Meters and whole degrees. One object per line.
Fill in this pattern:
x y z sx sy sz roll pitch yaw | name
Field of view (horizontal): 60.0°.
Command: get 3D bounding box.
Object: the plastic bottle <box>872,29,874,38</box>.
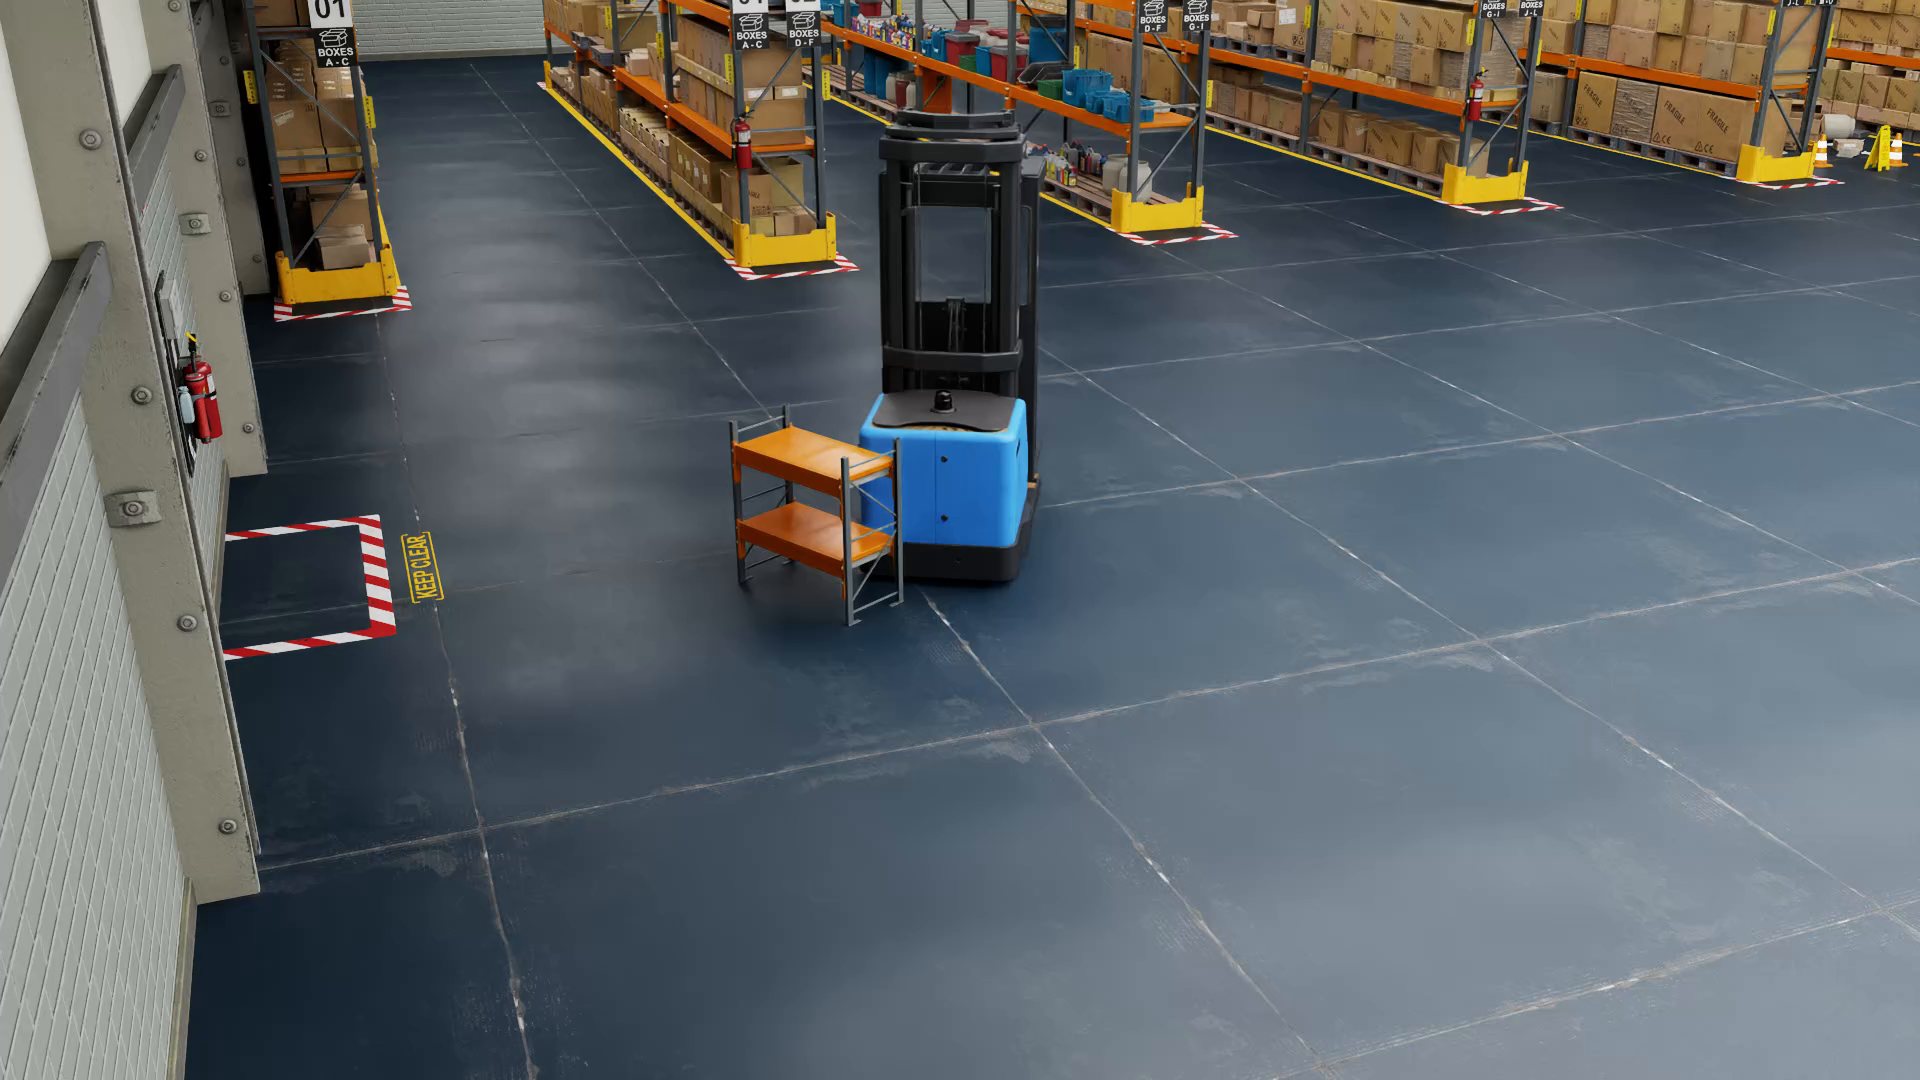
-1.511 -9.025 29.557 0.097 0.201 0.097 0 23 0 | plastic bottle

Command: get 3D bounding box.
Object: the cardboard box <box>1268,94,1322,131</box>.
5.452 -6.945 27.018 0.700 0.500 0.500 -8 24 -19 | cardboard box

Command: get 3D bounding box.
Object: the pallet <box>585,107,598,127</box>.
-5.973 -7.466 29.192 1.003 0.211 1.213 -8 24 -19 | pallet

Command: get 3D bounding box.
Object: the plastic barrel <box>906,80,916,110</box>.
-0.719 -7.682 28.776 0.421 0.512 0.421 0 23 0 | plastic barrel

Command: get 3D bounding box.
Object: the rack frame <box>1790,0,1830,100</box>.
15.070 -8.852 28.890 1.000 3.000 0.127 -8 24 -19 | rack frame

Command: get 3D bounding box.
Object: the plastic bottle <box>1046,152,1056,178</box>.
1.280 -5.222 23.121 0.144 0.351 0.185 -9 24 -19 | plastic bottle

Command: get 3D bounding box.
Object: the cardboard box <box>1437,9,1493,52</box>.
6.787 -6.849 22.338 0.500 0.500 0.500 -8 24 -19 | cardboard box

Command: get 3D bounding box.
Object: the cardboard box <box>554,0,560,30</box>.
-7.262 -9.792 30.992 0.500 0.500 0.500 -8 24 -18 | cardboard box

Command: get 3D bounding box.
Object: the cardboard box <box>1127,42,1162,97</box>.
3.854 -8.739 30.817 1.225 0.875 0.875 -8 24 -19 | cardboard box

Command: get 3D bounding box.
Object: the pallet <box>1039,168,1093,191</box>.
1.364 -5.278 24.001 1.003 0.211 1.213 -8 24 -19 | pallet

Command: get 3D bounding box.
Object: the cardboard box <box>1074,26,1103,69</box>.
2.815 -9.864 33.487 0.875 0.875 0.875 -8 24 -19 | cardboard box

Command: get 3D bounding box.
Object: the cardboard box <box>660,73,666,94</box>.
-3.952 -6.367 23.167 0.396 0.266 0.258 -9 24 -20 | cardboard box

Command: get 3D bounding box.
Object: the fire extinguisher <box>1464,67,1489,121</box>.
6.822 -5.899 21.982 0.296 0.674 0.183 -8 24 -19 | fire extinguisher

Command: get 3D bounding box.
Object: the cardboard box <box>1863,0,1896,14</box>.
15.335 -8.932 27.280 0.700 0.500 0.500 -9 24 -20 | cardboard box

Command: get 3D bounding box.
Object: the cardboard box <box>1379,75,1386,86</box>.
6.267 -6.629 23.940 0.380 0.149 0.250 -8 24 -19 | cardboard box

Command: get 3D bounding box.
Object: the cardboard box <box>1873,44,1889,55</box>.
15.325 -8.112 27.457 0.380 0.149 0.250 -8 24 -19 | cardboard box

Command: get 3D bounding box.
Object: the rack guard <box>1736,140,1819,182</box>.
11.897 -5.522 24.208 1.175 0.500 0.348 -8 24 -19 | rack guard

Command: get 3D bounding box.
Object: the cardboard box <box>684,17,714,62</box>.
-3.127 -6.435 21.356 0.700 0.500 0.500 -8 24 -19 | cardboard box

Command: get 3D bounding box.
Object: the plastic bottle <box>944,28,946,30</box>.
-0.266 -8.637 28.531 0.061 0.283 0.133 -8 24 -19 | plastic bottle

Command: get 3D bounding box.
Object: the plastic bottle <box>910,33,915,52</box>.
-0.789 -8.301 27.733 0.061 0.283 0.133 -8 24 -19 | plastic bottle

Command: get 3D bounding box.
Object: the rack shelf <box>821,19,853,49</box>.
-2.367 -10.115 32.813 1.077 0.370 4.000 -8 24 -19 | rack shelf

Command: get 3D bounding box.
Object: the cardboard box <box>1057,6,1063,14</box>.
2.195 -10.723 33.653 0.380 0.149 0.250 -8 24 -18 | cardboard box

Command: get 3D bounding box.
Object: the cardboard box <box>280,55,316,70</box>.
-8.250 -5.892 21.172 0.700 0.500 0.500 -8 24 -19 | cardboard box

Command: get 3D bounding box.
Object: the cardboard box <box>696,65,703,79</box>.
-3.097 -5.888 20.893 0.380 0.149 0.250 -9 25 -21 | cardboard box

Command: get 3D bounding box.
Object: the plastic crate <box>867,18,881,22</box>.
-1.691 -9.815 31.436 0.396 0.136 0.243 -8 24 -19 | plastic crate

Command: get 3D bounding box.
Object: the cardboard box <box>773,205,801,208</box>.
-2.218 -4.014 20.412 0.500 0.250 0.500 -8 24 -19 | cardboard box

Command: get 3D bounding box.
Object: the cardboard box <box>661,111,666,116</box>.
-4.277 -6.428 25.417 0.500 0.311 0.500 -9 24 -20 | cardboard box

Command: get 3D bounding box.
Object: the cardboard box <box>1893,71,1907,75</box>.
15.893 -7.576 27.897 0.500 0.500 0.500 -7 24 -16 | cardboard box

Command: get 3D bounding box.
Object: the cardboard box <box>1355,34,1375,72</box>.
6.315 -7.149 24.338 0.875 0.500 0.500 -8 24 -19 | cardboard box

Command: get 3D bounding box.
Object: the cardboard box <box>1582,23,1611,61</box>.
10.617 -8.073 26.849 0.875 0.550 0.550 -8 24 -19 | cardboard box

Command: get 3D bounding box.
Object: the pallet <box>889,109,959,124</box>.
-0.565 -7.262 28.708 1.003 0.211 1.213 -8 24 -19 | pallet

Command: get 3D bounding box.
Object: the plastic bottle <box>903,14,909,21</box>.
-0.964 -9.341 30.113 0.144 0.351 0.185 -8 24 -19 | plastic bottle

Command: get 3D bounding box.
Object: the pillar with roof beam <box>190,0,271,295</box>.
-3.718 -7.491 17.937 9.100 9.000 0.400 -8 24 -19 | pillar with roof beam

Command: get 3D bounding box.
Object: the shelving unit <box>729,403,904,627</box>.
-0.924 -0.180 10.728 1.048 1.125 0.538 19 29 38 | shelving unit

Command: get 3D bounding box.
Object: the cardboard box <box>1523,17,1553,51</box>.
9.862 -8.519 27.971 0.500 0.500 0.500 -9 24 -20 | cardboard box

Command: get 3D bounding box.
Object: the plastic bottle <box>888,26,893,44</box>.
-1.193 -8.716 28.718 0.061 0.283 0.133 -8 24 -19 | plastic bottle

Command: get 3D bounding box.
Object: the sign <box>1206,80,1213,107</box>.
3.095 -5.561 20.725 0.100 0.325 0.005 -8 24 -19 | sign

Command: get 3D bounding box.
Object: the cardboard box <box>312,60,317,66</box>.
-7.646 -5.610 20.400 0.500 0.500 0.500 -8 24 -19 | cardboard box

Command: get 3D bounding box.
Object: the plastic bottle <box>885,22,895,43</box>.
-1.210 -8.811 28.856 0.144 0.351 0.185 -8 24 -19 | plastic bottle

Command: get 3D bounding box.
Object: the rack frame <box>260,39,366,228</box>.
-8.102 -5.454 20.827 1.000 3.000 0.127 -8 24 -19 | rack frame

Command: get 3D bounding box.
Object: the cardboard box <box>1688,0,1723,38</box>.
11.442 -7.799 24.808 0.875 0.550 0.550 -8 24 -19 | cardboard box

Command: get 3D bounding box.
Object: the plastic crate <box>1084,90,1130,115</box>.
1.898 -5.669 21.528 0.499 0.251 0.408 -8 24 -19 | plastic crate

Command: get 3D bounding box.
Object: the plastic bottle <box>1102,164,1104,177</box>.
2.039 -5.171 23.193 0.097 0.201 0.097 0 23 0 | plastic bottle

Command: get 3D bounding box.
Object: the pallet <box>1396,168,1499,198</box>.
6.932 -5.082 23.535 1.003 0.211 1.213 -8 24 -19 | pallet

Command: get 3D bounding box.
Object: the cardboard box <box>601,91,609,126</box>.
-5.615 -7.135 27.467 0.500 0.500 0.500 -9 25 -21 | cardboard box

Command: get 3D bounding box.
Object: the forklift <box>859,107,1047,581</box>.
0.023 -1.618 11.814 1.130 2.935 3.031 3 23 6 | forklift

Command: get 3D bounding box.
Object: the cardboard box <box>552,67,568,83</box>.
-7.605 -9.012 32.244 0.500 0.250 0.500 -8 24 -19 | cardboard box

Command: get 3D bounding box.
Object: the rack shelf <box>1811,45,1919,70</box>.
15.777 -7.794 27.306 1.077 0.370 4.000 -8 24 -19 | rack shelf

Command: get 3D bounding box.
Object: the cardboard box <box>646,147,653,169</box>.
-4.245 -5.542 24.036 0.500 0.250 0.500 -8 24 -18 | cardboard box

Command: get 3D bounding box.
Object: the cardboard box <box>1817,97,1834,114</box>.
15.026 -7.527 28.746 0.500 0.250 0.500 -10 25 -21 | cardboard box

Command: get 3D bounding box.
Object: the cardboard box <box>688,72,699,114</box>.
-3.114 -5.830 21.590 0.700 0.500 0.500 -9 24 -20 | cardboard box

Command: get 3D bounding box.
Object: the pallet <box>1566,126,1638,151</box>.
10.671 -6.564 27.053 1.003 0.211 1.213 -8 24 -19 | pallet
